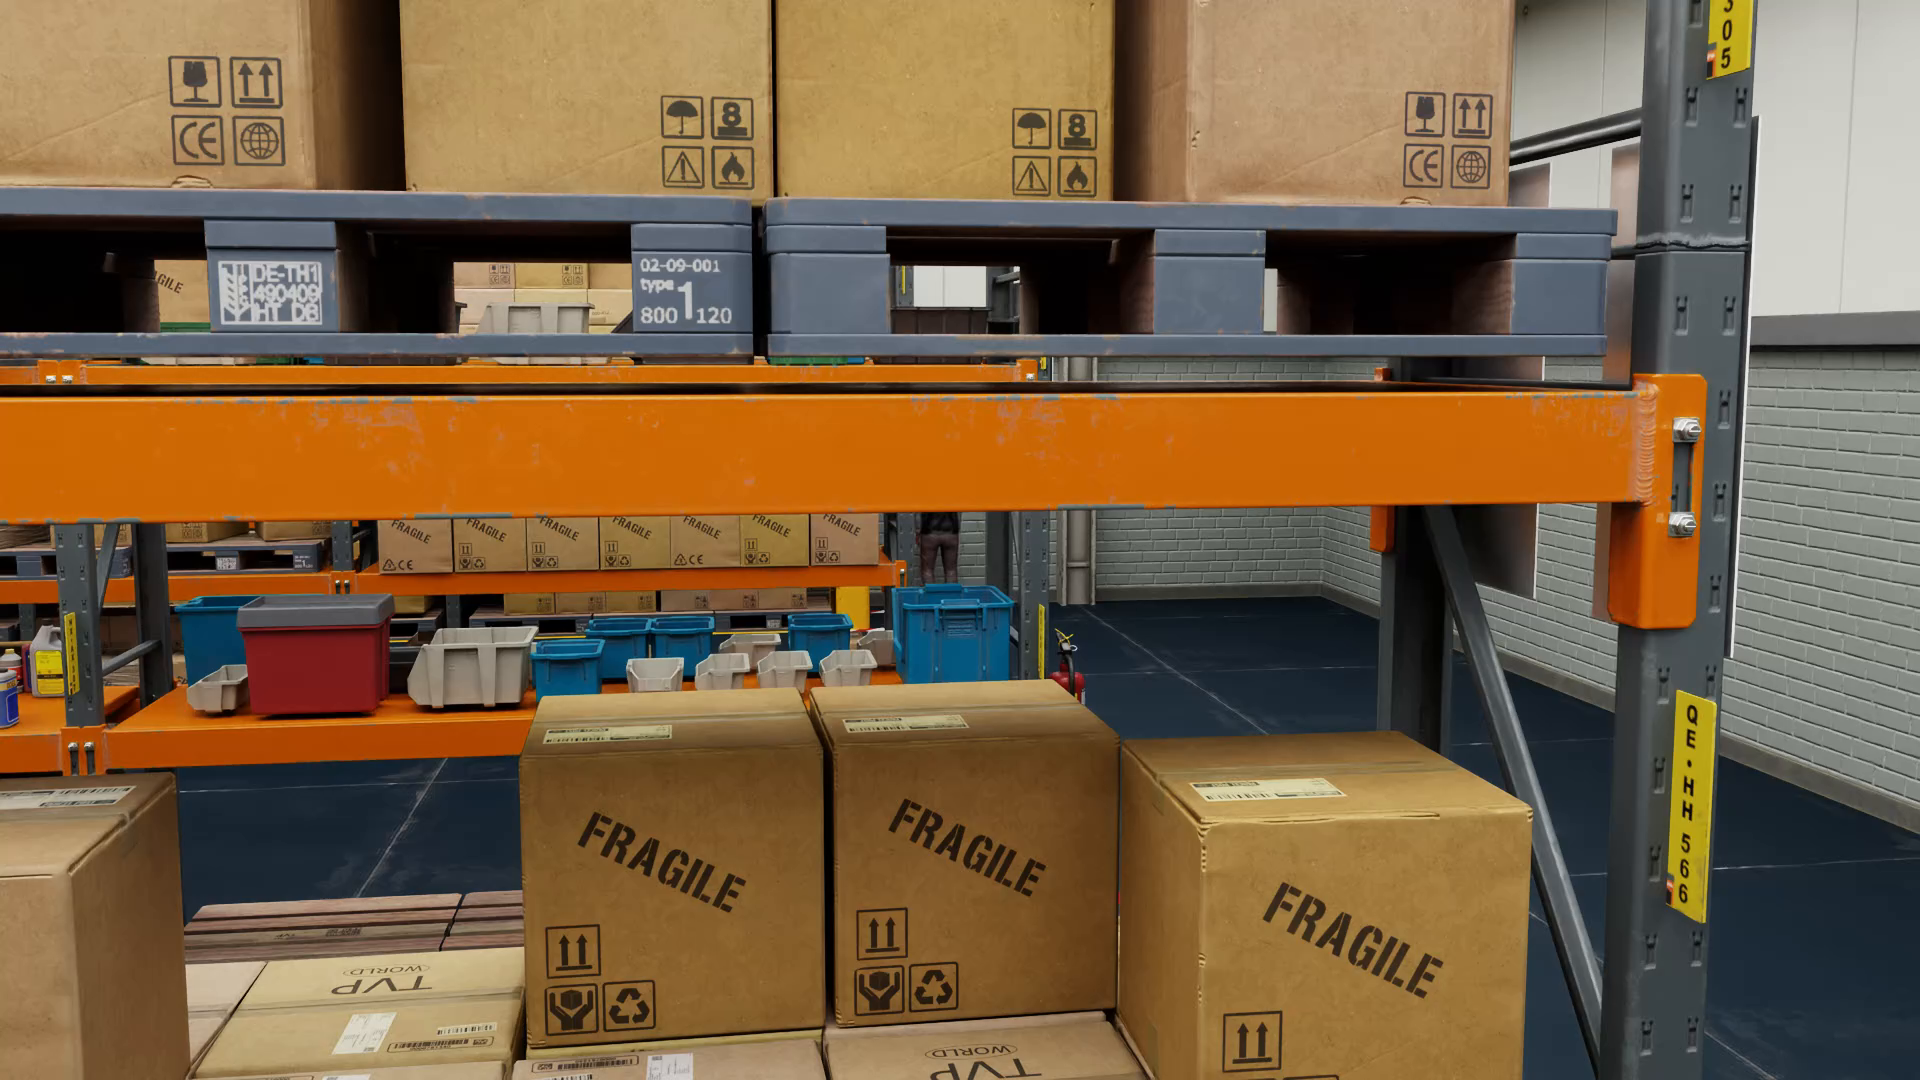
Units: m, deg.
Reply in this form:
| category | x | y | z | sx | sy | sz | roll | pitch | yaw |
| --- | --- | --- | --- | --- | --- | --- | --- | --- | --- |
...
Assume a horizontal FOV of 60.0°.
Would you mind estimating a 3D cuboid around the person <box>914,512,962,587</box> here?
| category | x | y | z | sx | sy | sz | roll | pitch | yaw |
| --- | --- | --- | --- | --- | --- | --- | --- | --- | --- |
| person | -0.249 | -0.031 | 18.204 | 0.540 | 1.705 | 0.359 | -1 | 7 | -10 |
